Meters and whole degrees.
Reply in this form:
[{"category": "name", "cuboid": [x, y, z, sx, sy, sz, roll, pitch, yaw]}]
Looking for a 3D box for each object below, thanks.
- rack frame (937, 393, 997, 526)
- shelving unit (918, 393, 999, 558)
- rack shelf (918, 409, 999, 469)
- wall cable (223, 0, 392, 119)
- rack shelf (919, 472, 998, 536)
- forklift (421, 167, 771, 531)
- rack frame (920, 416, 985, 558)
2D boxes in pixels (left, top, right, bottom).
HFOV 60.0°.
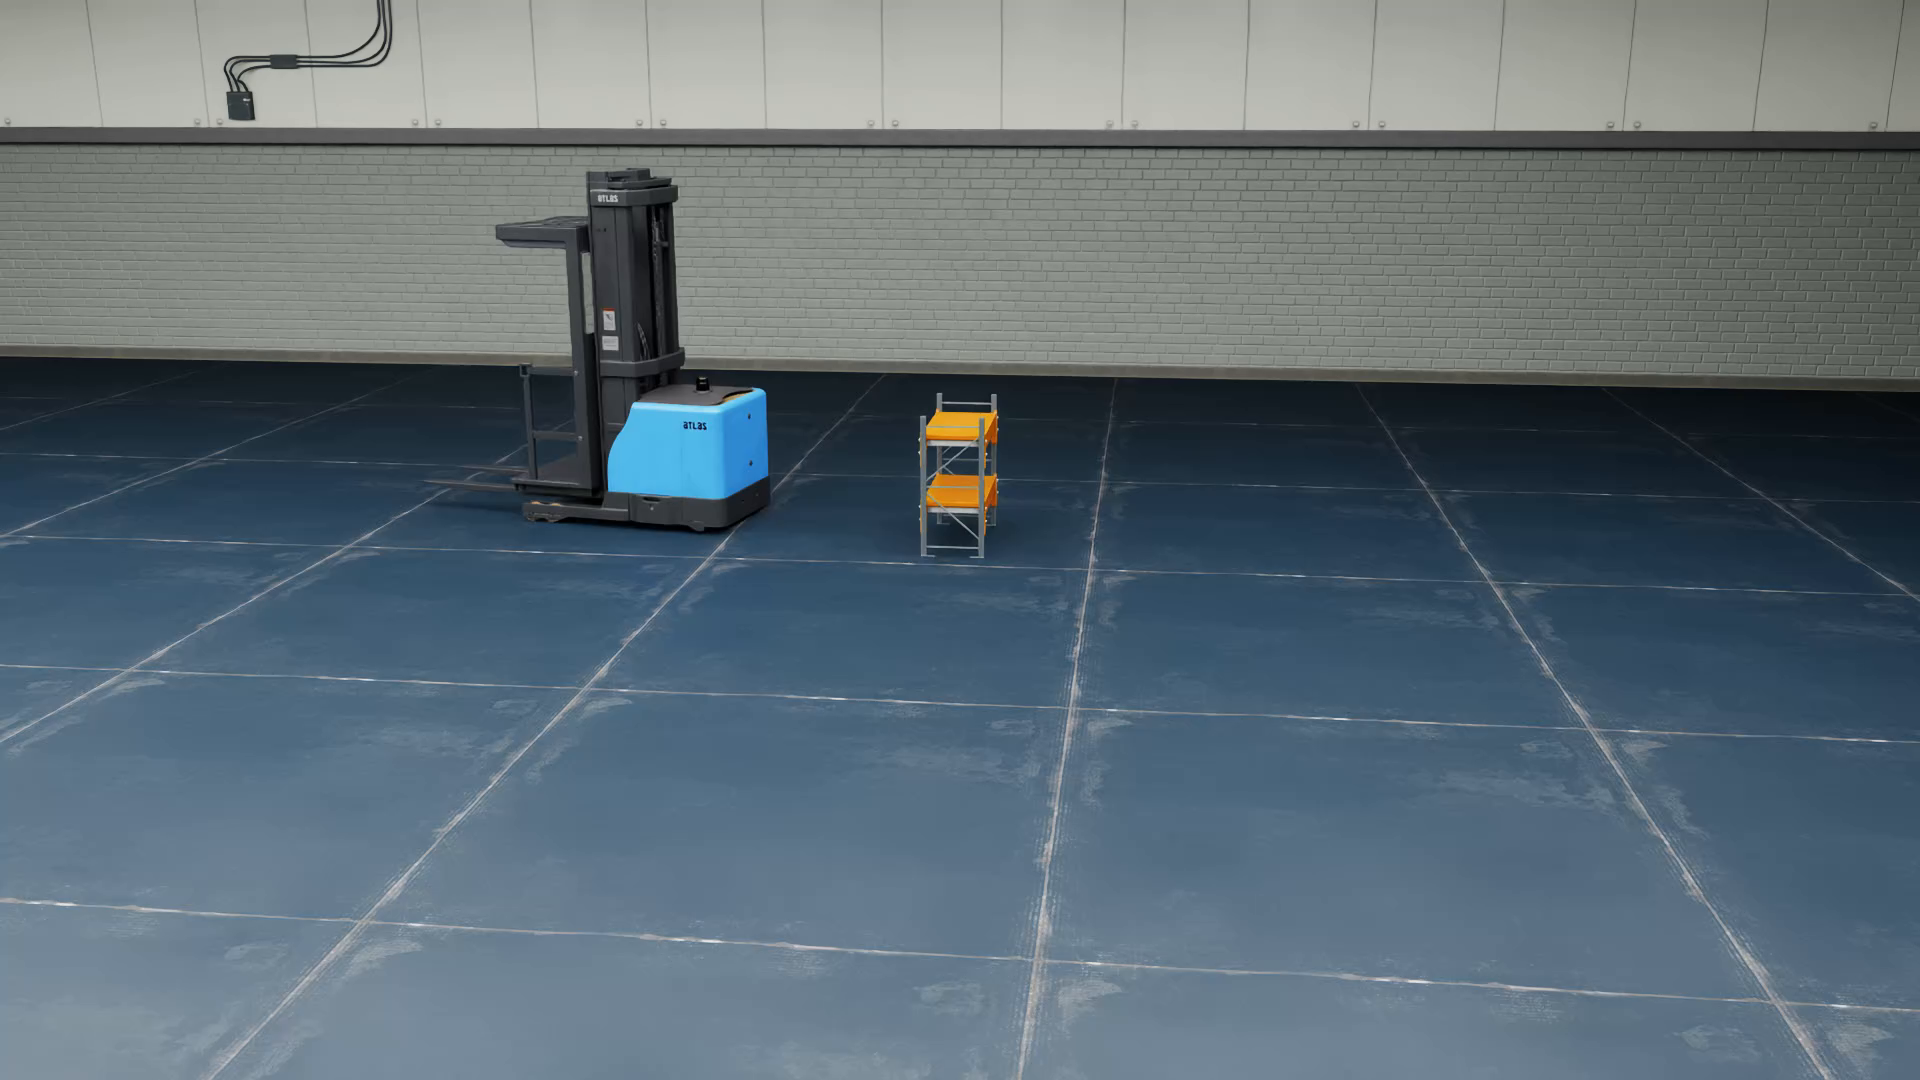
[{"category": "rack frame", "cuboid": [0.057, -0.673, 13.996, 0.500, 1.125, 0.032, 2, 15, 6]}, {"category": "shelving unit", "cuboid": [-0.001, -0.541, 13.509, 0.538, 1.125, 1.048, 2, 15, 6]}, {"category": "rack shelf", "cuboid": [-0.001, -0.824, 13.432, 0.538, 0.278, 1.000, 2, 15, 6]}, {"category": "wall cable", "cuboid": [-8.427, -8.383, 20.909, 2.305, 6.003, 0.169, 2, 15, 6]}, {"category": "rack shelf", "cuboid": [-0.001, -0.305, 13.573, 0.538, 0.278, 1.000, 2, 15, 6]}, {"category": "forklift", "cuboid": [-3.240, -1.689, 14.293, 3.031, 2.935, 1.130, 5, 16, 17]}, {"category": "rack frame", "cuboid": [-0.058, -0.409, 13.021, 0.500, 1.125, 0.032, 2, 15, 6]}]
